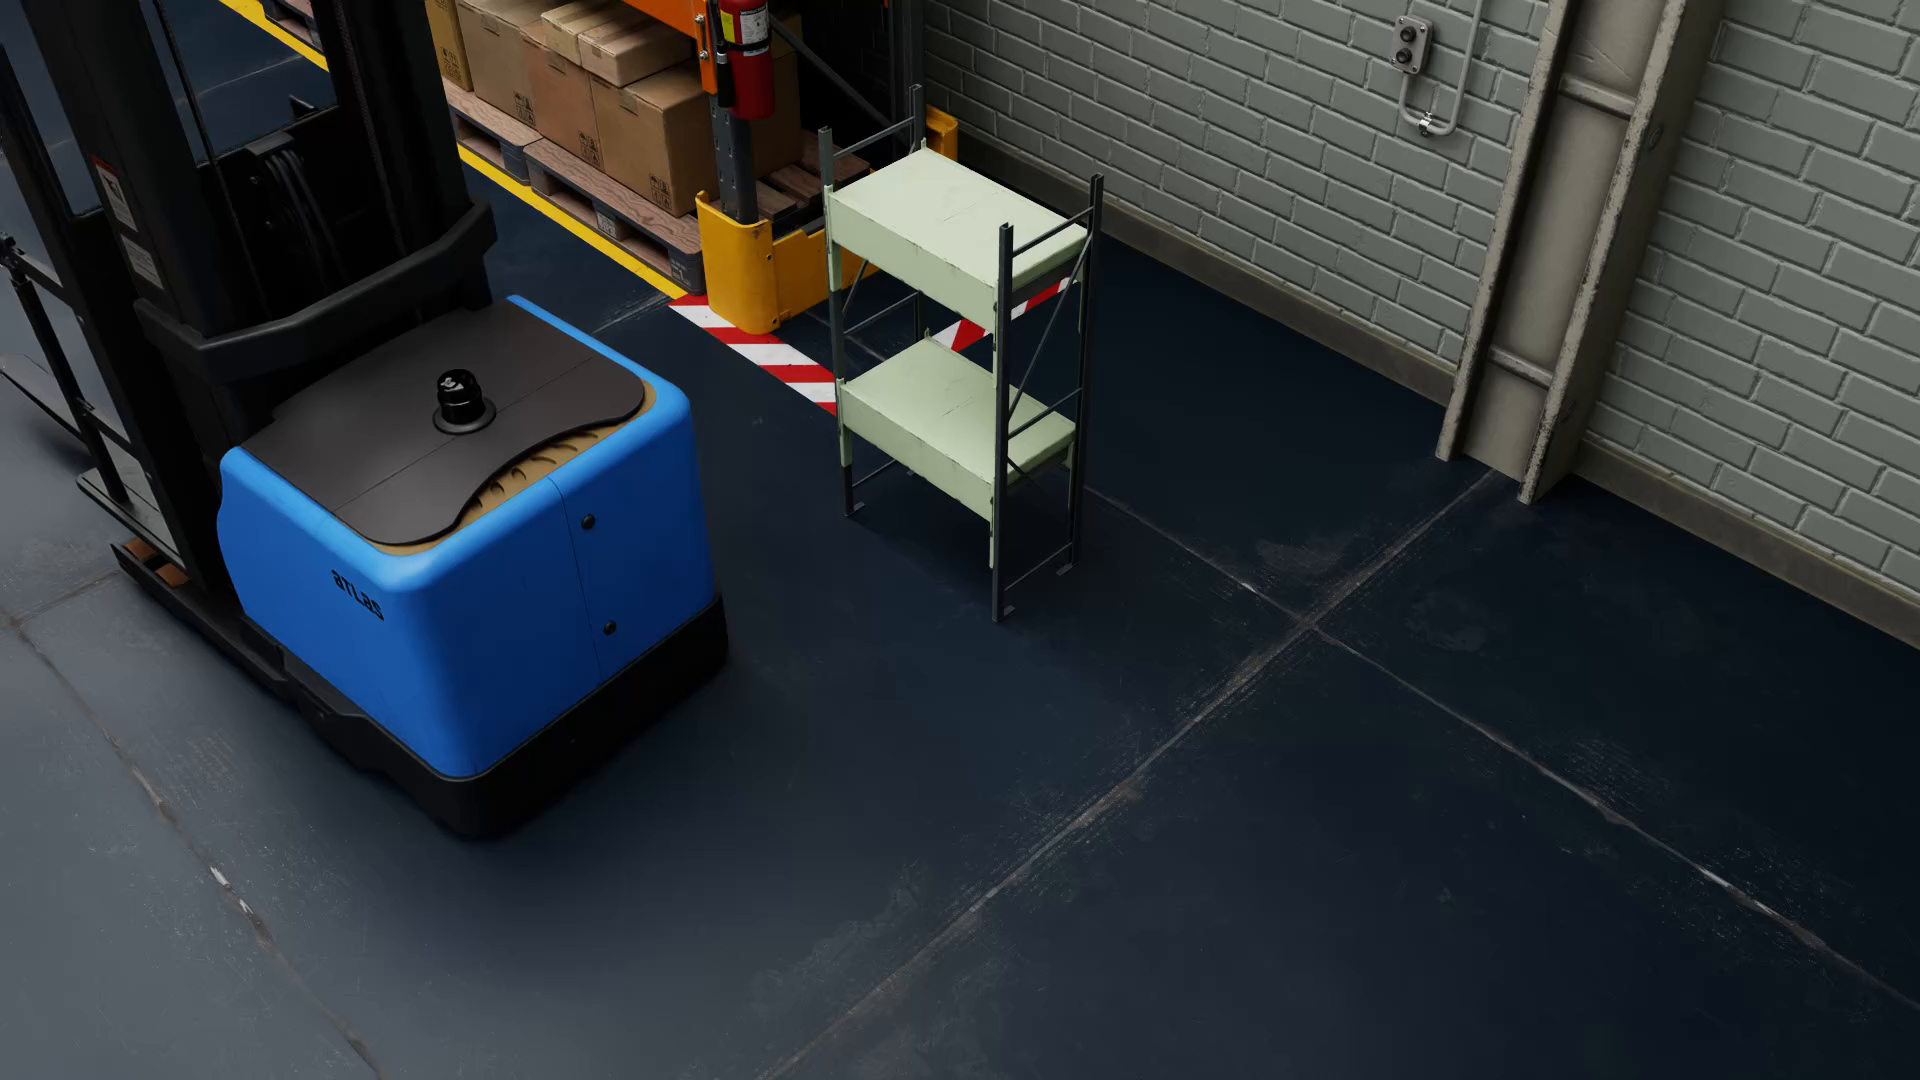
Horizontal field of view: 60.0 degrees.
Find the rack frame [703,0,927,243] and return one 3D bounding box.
[{"bbox_3d":[-0.535,-2.274,6.000,1.000,3.000,0.127,-34,53,-31],"label":"rack frame"}]

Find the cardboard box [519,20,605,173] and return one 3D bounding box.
[{"bbox_3d":[-1.453,-2.039,7.279,0.500,0.500,0.700,34,53,31],"label":"cardboard box"}]

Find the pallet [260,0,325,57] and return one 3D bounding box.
[{"bbox_3d":[-2.878,-2.769,8.591,1.003,0.211,1.213,-34,53,-31],"label":"pallet"}]

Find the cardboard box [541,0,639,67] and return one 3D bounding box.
[{"bbox_3d":[-1.501,-2.133,6.903,0.380,0.149,0.250,-33,52,-30],"label":"cardboard box"}]

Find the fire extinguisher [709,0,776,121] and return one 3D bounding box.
[{"bbox_3d":[-0.755,-1.815,5.836,0.296,0.674,0.183,-34,53,-31],"label":"fire extinguisher"}]

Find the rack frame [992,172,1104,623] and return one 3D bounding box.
[{"bbox_3d":[0.254,-0.378,5.054,0.400,1.500,0.023,-34,53,-31],"label":"rack frame"}]

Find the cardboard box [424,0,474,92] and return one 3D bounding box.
[{"bbox_3d":[-2.191,-2.533,7.813,0.700,0.500,0.500,-33,52,-30],"label":"cardboard box"}]

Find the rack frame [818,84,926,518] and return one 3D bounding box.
[{"bbox_3d":[-0.263,-0.730,5.435,0.400,1.500,0.023,-34,53,-31],"label":"rack frame"}]

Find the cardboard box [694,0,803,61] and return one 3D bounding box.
[{"bbox_3d":[-0.870,-2.072,6.837,0.380,0.149,0.250,-34,52,-31],"label":"cardboard box"}]

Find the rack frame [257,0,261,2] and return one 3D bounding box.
[{"bbox_3d":[-3.360,-4.196,8.080,1.000,3.000,0.127,-34,53,-31],"label":"rack frame"}]

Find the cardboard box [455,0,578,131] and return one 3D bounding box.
[{"bbox_3d":[-1.809,-2.280,7.540,0.500,0.500,0.700,32,52,30],"label":"cardboard box"}]

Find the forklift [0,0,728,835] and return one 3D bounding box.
[{"bbox_3d":[-2.188,-1.088,4.768,3.031,2.935,1.130,30,50,28],"label":"forklift"}]

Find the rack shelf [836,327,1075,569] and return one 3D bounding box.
[{"bbox_3d":[-0.005,-0.315,5.466,0.431,0.370,0.720,-34,53,-31],"label":"rack shelf"}]

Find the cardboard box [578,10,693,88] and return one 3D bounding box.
[{"bbox_3d":[-1.320,-2.011,6.771,0.250,0.149,0.380,34,52,31],"label":"cardboard box"}]

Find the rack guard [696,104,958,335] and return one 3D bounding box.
[{"bbox_3d":[-0.518,-1.344,6.836,1.175,0.500,0.348,-34,53,-31],"label":"rack guard"}]

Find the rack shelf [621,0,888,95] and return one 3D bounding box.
[{"bbox_3d":[-1.947,-2.971,7.285,1.077,0.370,4.000,-34,53,-31],"label":"rack shelf"}]

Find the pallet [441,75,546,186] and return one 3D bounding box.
[{"bbox_3d":[-2.012,-2.182,7.956,1.003,0.211,1.213,-34,53,-31],"label":"pallet"}]

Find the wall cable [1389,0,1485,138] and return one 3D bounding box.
[{"bbox_3d":[1.039,-2.485,5.480,0.084,1.984,1.851,-34,53,-31],"label":"wall cable"}]

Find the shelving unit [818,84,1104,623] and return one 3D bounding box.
[{"bbox_3d":[-0.005,-0.554,5.244,0.431,1.500,0.755,-34,53,-31],"label":"shelving unit"}]

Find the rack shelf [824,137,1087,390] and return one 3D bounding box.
[{"bbox_3d":[-0.005,-0.841,4.980,0.431,0.370,0.720,-34,53,-31],"label":"rack shelf"}]

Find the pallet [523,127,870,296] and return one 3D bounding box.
[{"bbox_3d":[-1.155,-1.596,7.322,1.003,0.211,1.213,-34,53,-31],"label":"pallet"}]

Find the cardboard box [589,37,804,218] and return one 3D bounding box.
[{"bbox_3d":[-1.100,-1.798,7.018,0.700,0.500,0.500,-34,53,-31],"label":"cardboard box"}]

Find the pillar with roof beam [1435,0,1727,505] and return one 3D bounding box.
[{"bbox_3d":[-1.064,-1.531,0.776,9.100,9.000,0.400,-34,53,-31],"label":"pillar with roof beam"}]
